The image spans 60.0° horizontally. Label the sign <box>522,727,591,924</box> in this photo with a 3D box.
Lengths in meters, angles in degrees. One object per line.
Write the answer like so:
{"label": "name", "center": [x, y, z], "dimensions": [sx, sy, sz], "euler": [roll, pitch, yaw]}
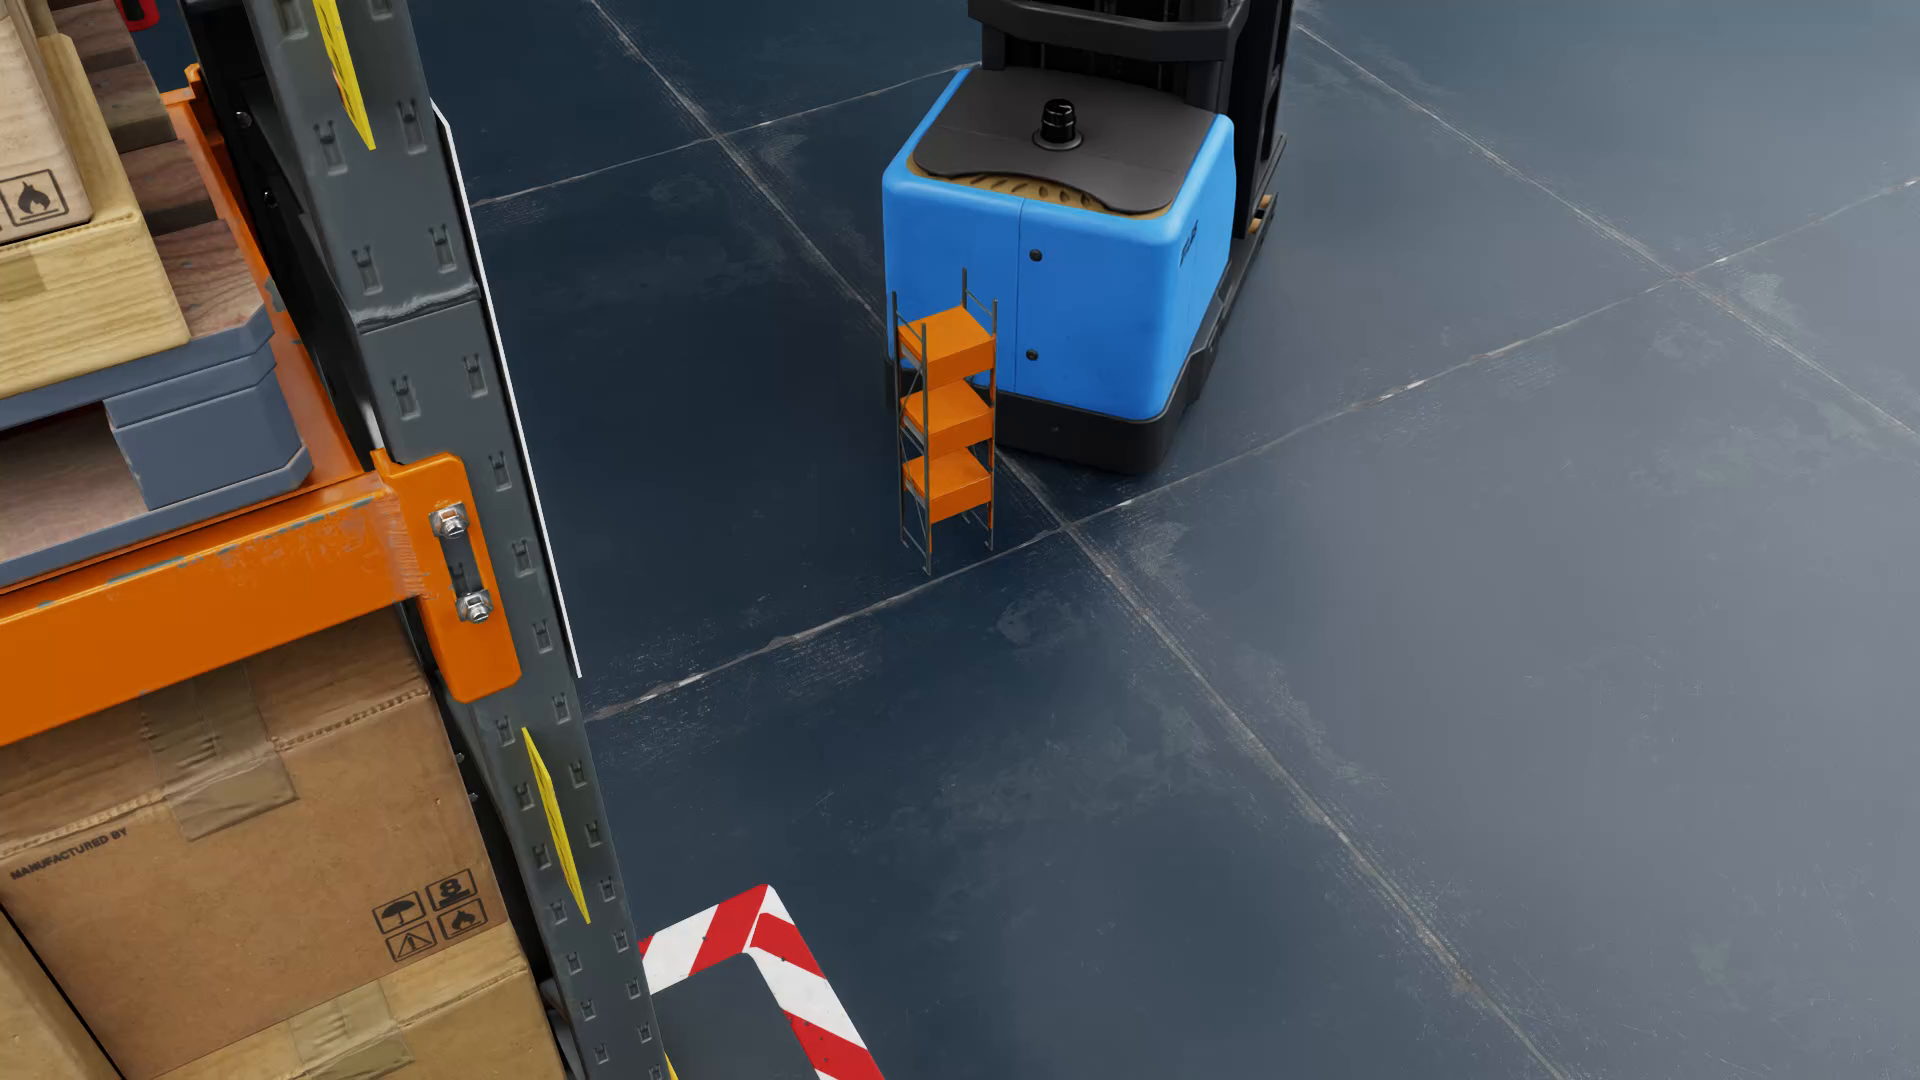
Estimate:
{"label": "sign", "center": [-0.534, 0.381, 2.202], "dimensions": [0.005, 0.325, 0.100], "euler": [-22, 48, -21]}

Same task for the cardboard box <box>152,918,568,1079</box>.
{"label": "cardboard box", "center": [-1.091, 0.652, 2.817], "dimensions": [0.550, 0.550, 0.875], "euler": [-22, 48, -21]}

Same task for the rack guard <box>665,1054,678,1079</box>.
{"label": "rack guard", "center": [-0.771, 1.438, 3.909], "dimensions": [0.348, 0.500, 1.175], "euler": [-22, 48, -21]}

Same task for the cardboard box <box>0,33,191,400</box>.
{"label": "cardboard box", "center": [-0.912, -0.303, 1.562], "dimensions": [0.250, 0.149, 0.380], "euler": [-22, 48, -21]}

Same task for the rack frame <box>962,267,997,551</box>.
{"label": "rack frame", "center": [0.059, -0.401, 5.409], "dimensions": [0.008, 1.050, 0.200], "euler": [-22, 48, -21]}

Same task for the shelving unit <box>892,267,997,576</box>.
{"label": "shelving unit", "center": [-0.046, -0.358, 5.365], "dimensions": [0.252, 1.050, 0.215], "euler": [-22, 48, -21]}

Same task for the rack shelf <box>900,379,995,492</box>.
{"label": "rack shelf", "center": [-0.046, -0.351, 5.373], "dimensions": [0.240, 0.259, 0.215], "euler": [-22, 48, -21]}

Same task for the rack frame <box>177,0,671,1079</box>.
{"label": "rack frame", "center": [-0.792, 0.549, 3.030], "dimensions": [0.127, 3.000, 1.000], "euler": [-22, 48, -21]}

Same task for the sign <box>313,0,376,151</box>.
{"label": "sign", "center": [-0.534, -0.484, 1.362], "dimensions": [0.005, 0.325, 0.100], "euler": [-22, 48, -21]}

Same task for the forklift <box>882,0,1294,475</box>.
{"label": "forklift", "center": [0.709, -2.325, 6.041], "dimensions": [1.130, 2.935, 3.031], "euler": [14, 46, 14]}

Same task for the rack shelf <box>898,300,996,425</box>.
{"label": "rack shelf", "center": [-0.046, -0.554, 5.175], "dimensions": [0.240, 0.259, 0.215], "euler": [-22, 48, -21]}

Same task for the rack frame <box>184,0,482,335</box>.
{"label": "rack frame", "center": [-0.792, -1.603, 0.941], "dimensions": [0.127, 3.000, 1.000], "euler": [-22, 48, -21]}

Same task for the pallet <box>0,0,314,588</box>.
{"label": "pallet", "center": [-1.430, -0.231, 1.745], "dimensions": [1.213, 0.211, 1.003], "euler": [-22, 48, -21]}

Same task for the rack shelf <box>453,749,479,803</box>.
{"label": "rack shelf", "center": [-2.526, 1.502, 2.566], "dimensions": [4.000, 0.370, 1.077], "euler": [-22, 48, -21]}

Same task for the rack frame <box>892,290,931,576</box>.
{"label": "rack frame", "center": [-0.152, -0.316, 5.322], "dimensions": [0.008, 1.050, 0.200], "euler": [-22, 48, -21]}

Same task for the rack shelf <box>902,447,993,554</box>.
{"label": "rack shelf", "center": [-0.046, -0.151, 5.566], "dimensions": [0.240, 0.259, 0.215], "euler": [-22, 48, -21]}

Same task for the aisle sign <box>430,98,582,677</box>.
{"label": "aisle sign", "center": [-0.581, -0.227, 1.963], "dimensions": [0.004, 0.787, 0.394], "euler": [-22, 48, -21]}

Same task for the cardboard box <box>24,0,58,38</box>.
{"label": "cardboard box", "center": [-1.249, -0.698, 1.969], "dimensions": [0.250, 0.149, 0.380], "euler": [-21, 48, -21]}

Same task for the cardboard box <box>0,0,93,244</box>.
{"label": "cardboard box", "center": [-1.077, -0.428, 1.404], "dimensions": [0.500, 0.250, 0.500], "euler": [-21, 48, -20]}

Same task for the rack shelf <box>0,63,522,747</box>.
{"label": "rack shelf", "center": [-2.526, 0.425, 1.521], "dimensions": [4.000, 0.370, 1.077], "euler": [-22, 48, -21]}

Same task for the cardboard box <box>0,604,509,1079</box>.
{"label": "cardboard box", "center": [-1.133, 0.213, 2.493], "dimensions": [0.550, 0.550, 0.875], "euler": [-22, 48, -21]}

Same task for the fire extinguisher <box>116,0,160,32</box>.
{"label": "fire extinguisher", "center": [-3.017, -2.138, 5.855], "dimensions": [0.183, 0.674, 0.296], "euler": [-22, 48, -21]}

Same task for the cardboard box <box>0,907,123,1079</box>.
{"label": "cardboard box", "center": [-1.564, 0.460, 2.239], "dimensions": [0.550, 0.550, 0.875], "euler": [-22, 48, -21]}
